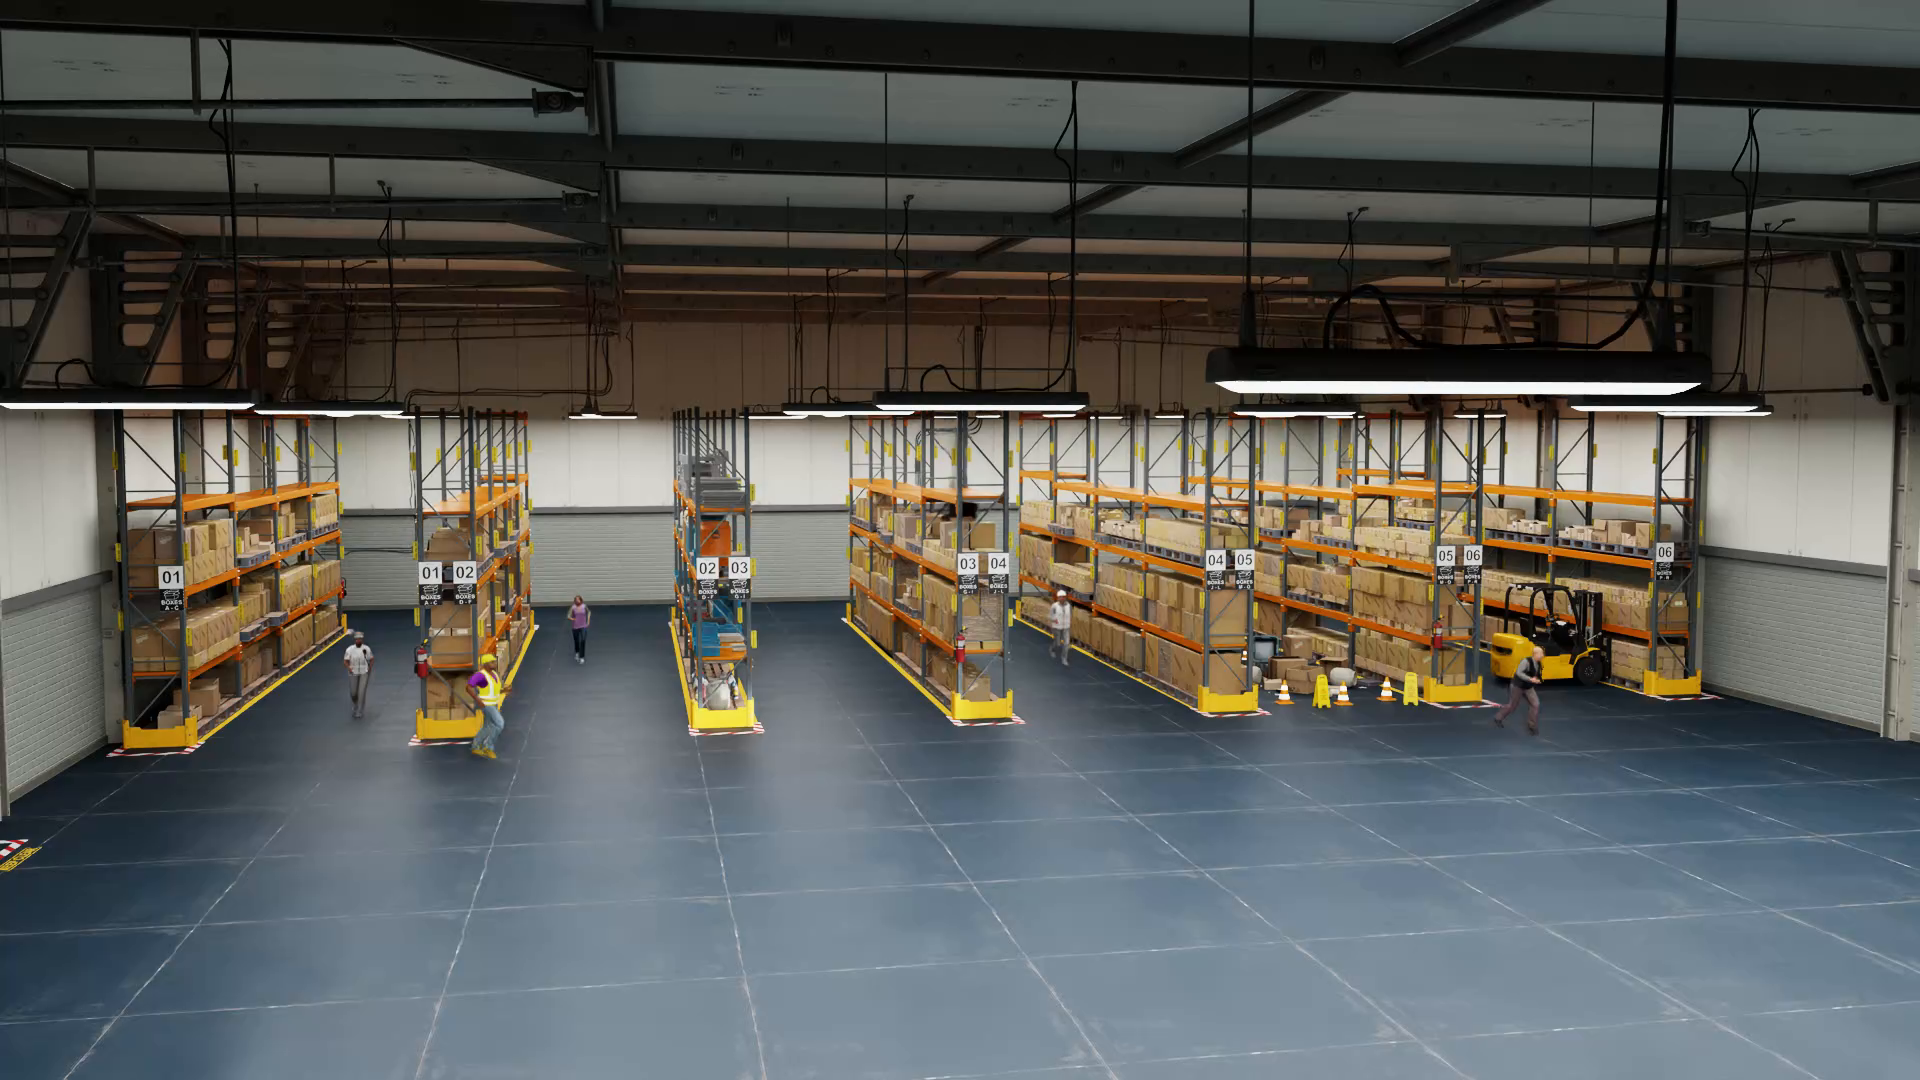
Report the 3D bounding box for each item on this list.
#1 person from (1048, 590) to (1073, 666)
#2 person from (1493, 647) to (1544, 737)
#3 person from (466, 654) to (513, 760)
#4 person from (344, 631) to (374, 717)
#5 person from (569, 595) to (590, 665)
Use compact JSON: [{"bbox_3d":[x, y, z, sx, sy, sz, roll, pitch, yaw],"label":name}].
[{"bbox_3d":[2.376,2.056,39.298,0.650,1.754,0.876,-1,4,-16],"label":"person"},{"bbox_3d":[10.284,2.759,30.574,0.702,1.681,0.992,-3,5,-40],"label":"person"},{"bbox_3d":[-7.999,2.841,28.290,0.736,1.802,0.672,0,4,6],"label":"person"},{"bbox_3d":[-11.695,2.593,32.382,0.562,1.655,0.589,-2,4,-21],"label":"person"},{"bbox_3d":[-9.051,2.122,39.521,0.515,1.614,0.804,-1,4,-13],"label":"person"}]
